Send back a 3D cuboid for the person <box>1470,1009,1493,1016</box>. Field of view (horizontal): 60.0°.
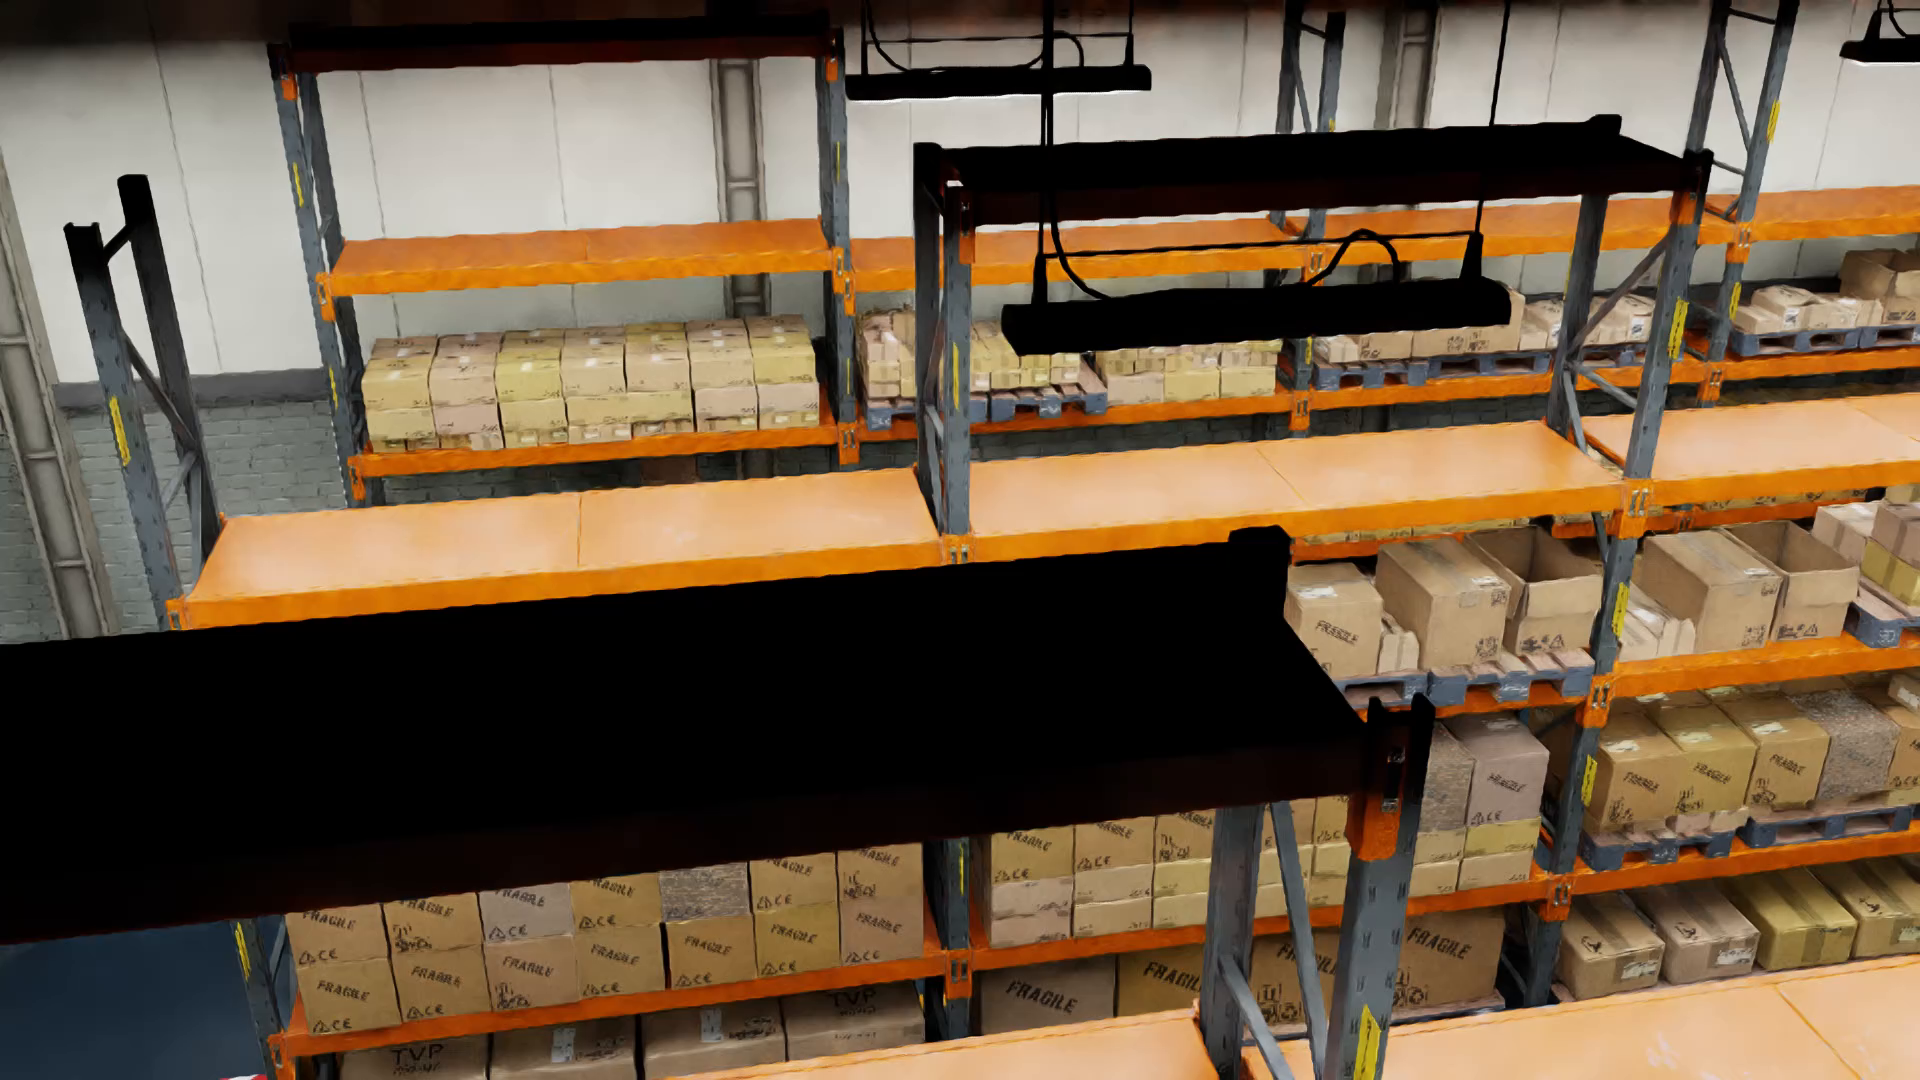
[{"bbox_3d":[2.891,3.342,9.455,0.611,1.657,0.567,6,26,12],"label":"person"}]
